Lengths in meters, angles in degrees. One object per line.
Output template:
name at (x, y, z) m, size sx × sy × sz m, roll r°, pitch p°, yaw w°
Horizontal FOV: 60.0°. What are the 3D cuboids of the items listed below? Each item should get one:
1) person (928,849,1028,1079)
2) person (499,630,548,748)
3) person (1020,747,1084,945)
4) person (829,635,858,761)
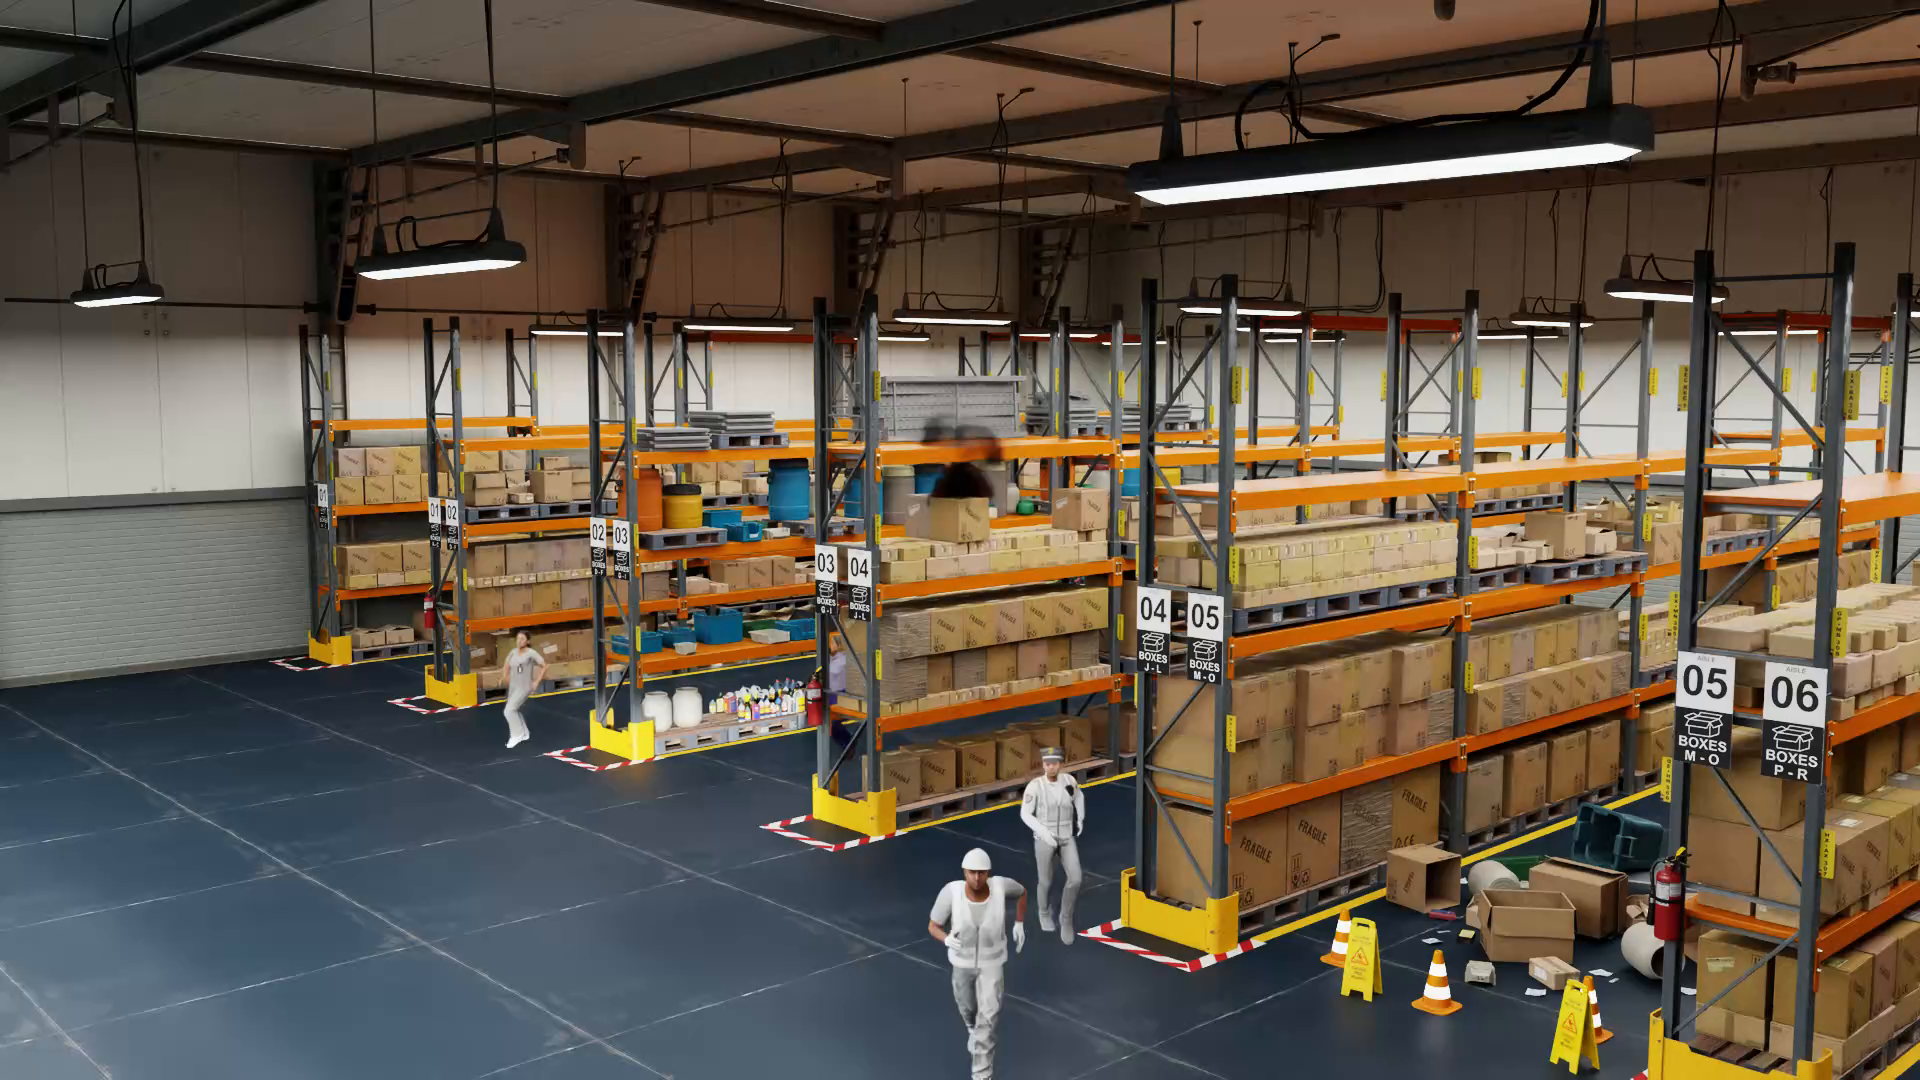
person at (0.133, 3.083, 12.087) m, size 0.712 × 1.813 × 0.976 m, roll 0°, pitch 6°, yaw 3°
person at (-6.032, 2.046, 22.862) m, size 0.624 × 1.637 × 0.637 m, roll 3°, pitch 7°, yaw 30°
person at (0.828, 2.605, 14.433) m, size 0.629 × 1.683 × 0.582 m, roll -1°, pitch 6°, yaw -14°
person at (-1.522, 1.992, 20.803) m, size 0.630 × 1.597 × 0.632 m, roll -5°, pitch 7°, yaw -38°
